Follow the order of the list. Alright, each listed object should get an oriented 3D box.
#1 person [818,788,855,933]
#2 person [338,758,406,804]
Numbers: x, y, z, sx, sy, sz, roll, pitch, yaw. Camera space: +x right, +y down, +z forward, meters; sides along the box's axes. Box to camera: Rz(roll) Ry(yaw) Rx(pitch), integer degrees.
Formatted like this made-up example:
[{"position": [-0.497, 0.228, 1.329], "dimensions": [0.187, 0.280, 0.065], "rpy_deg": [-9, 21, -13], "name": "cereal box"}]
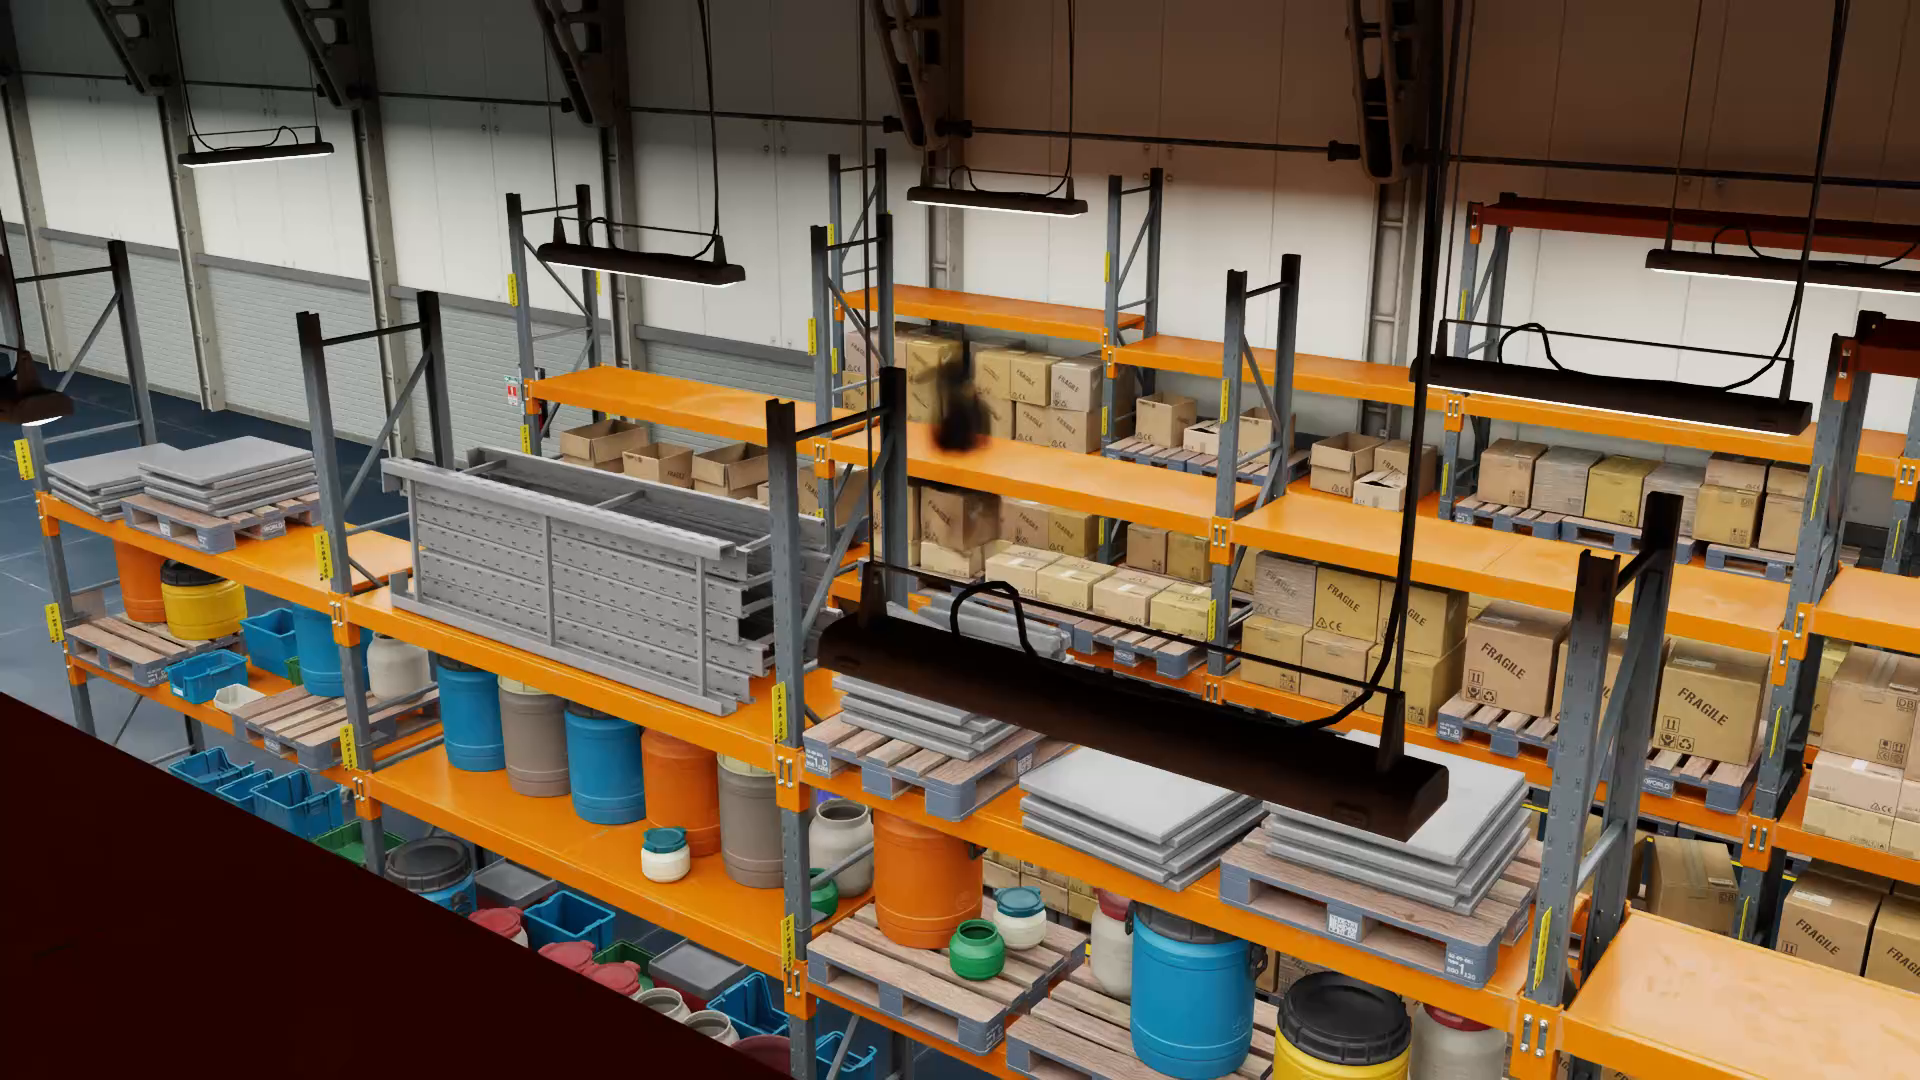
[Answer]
[{"position": [-1.179, 2.711, 14.483], "dimensions": [0.577, 1.608, 0.596], "rpy_deg": [15, 24, 37], "name": "person"}, {"position": [-6.085, 1.843, 16.825], "dimensions": [0.996, 1.666, 0.610], "rpy_deg": [-17, 25, -41], "name": "person"}]
